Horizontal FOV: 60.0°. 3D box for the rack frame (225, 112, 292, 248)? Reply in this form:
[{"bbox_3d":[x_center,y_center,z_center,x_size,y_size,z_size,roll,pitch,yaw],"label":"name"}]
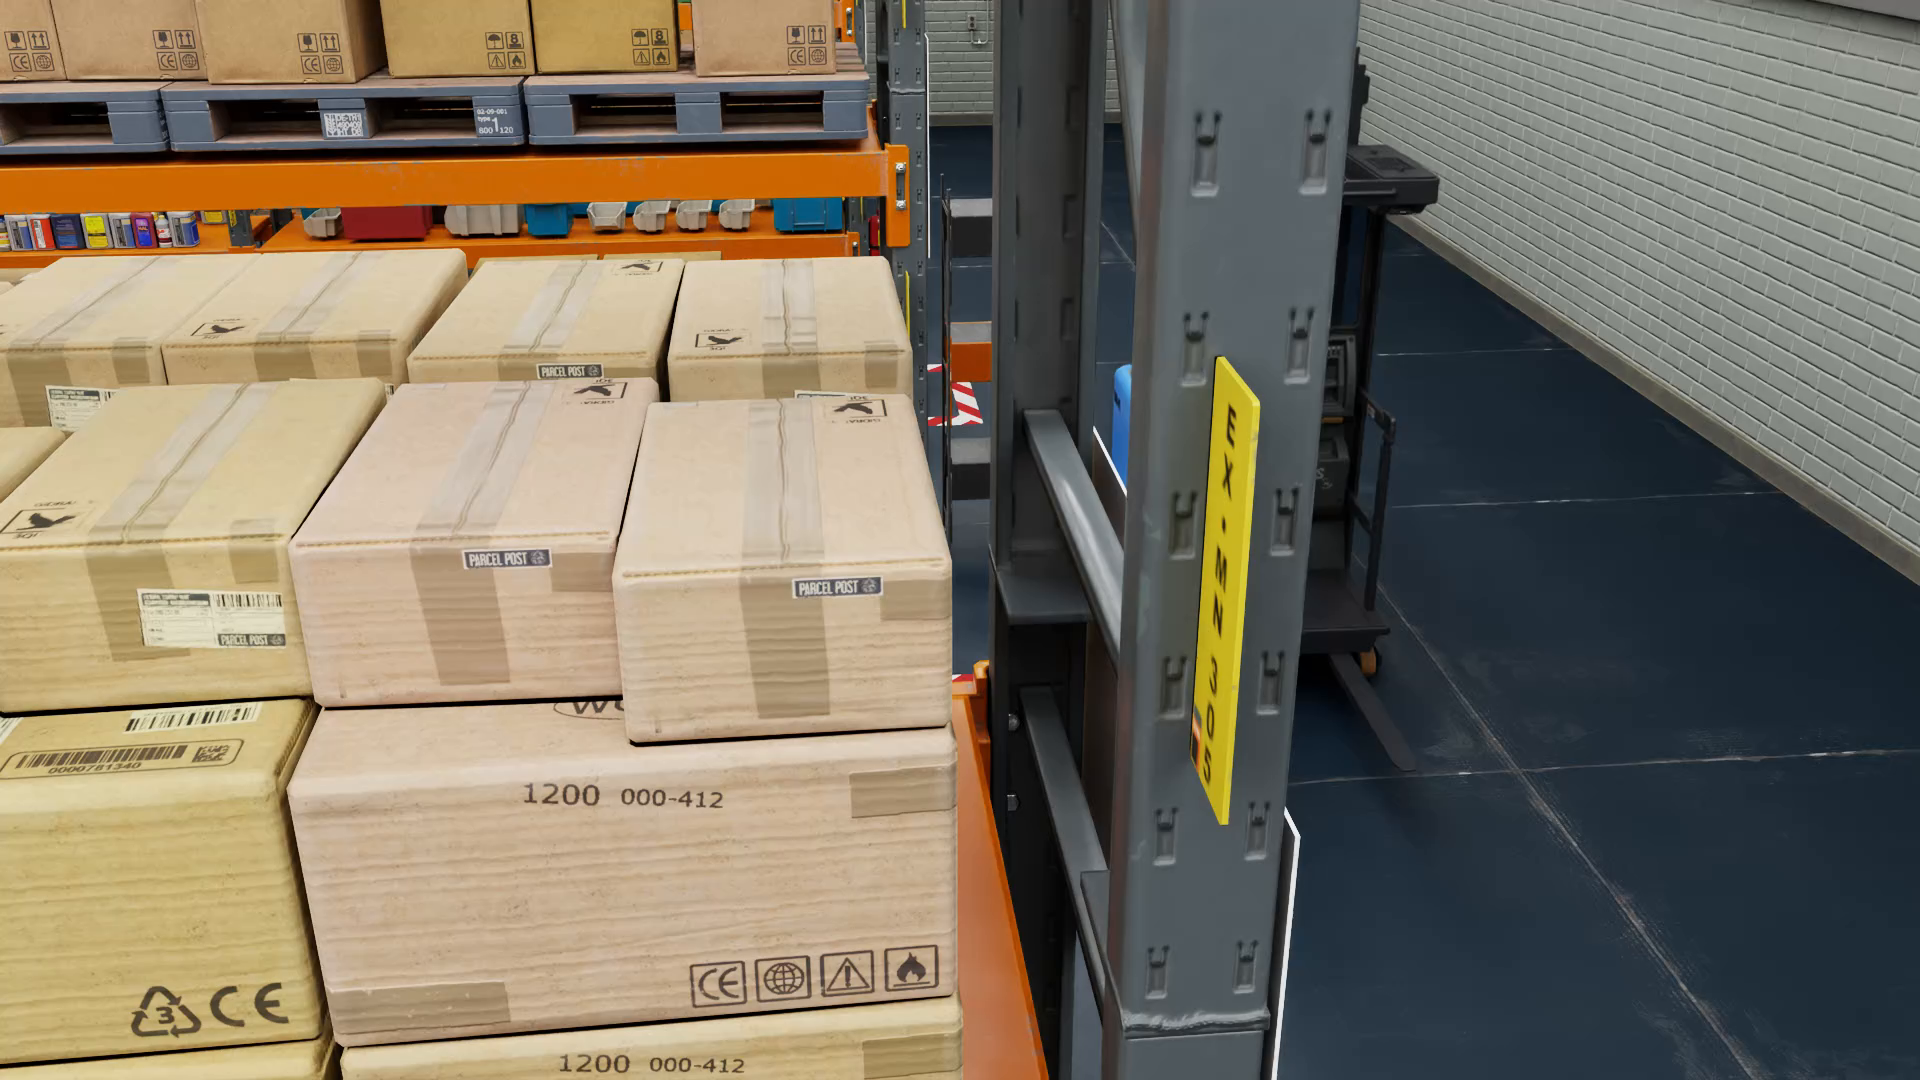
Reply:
[{"bbox_3d":[-4.702,-2.261,11.144,0.127,3.000,1.000,-2,24,-5],"label":"rack frame"}]

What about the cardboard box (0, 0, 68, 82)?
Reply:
[{"bbox_3d":[-3.443,-1.969,6.030,0.500,0.500,0.700,-4,24,-8],"label":"cardboard box"}]

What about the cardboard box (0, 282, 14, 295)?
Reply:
[{"bbox_3d":[-1.213,-0.155,1.792,0.250,0.149,0.380,-2,24,-4],"label":"cardboard box"}]

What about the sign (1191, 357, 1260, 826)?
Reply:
[{"bbox_3d":[0.187,0.040,1.184,0.005,0.325,0.100,-2,24,-5],"label":"sign"}]

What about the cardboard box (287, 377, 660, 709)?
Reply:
[{"bbox_3d":[-0.403,-0.012,1.469,0.250,0.149,0.380,-2,24,-4],"label":"cardboard box"}]

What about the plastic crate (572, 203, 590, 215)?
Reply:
[{"bbox_3d":[-2.609,-2.430,11.657,0.300,0.233,0.416,-2,24,-5],"label":"plastic crate"}]

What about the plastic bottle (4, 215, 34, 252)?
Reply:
[{"bbox_3d":[-6.062,-2.018,10.750,0.135,0.276,0.152,-2,24,-5],"label":"plastic bottle"}]

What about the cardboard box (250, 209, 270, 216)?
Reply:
[{"bbox_3d":[-6.640,-3.151,15.681,0.500,0.500,0.500,-2,24,-4],"label":"cardboard box"}]

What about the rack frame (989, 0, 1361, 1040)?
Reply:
[{"bbox_3d":[0.152,-1.151,1.261,0.127,3.000,1.000,-2,24,-5],"label":"rack frame"}]

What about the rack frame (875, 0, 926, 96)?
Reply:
[{"bbox_3d":[-0.235,-3.160,5.781,0.127,3.000,1.000,-2,24,-5],"label":"rack frame"}]

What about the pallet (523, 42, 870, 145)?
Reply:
[{"bbox_3d":[-0.972,-1.715,6.332,1.213,0.211,1.003,-2,24,-5],"label":"pallet"}]

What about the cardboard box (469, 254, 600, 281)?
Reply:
[{"bbox_3d":[-1.752,-0.876,6.923,0.500,0.500,0.500,-3,24,-7],"label":"cardboard box"}]

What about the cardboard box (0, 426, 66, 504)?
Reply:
[{"bbox_3d":[-0.912,0.044,1.342,0.250,0.149,0.380,-2,24,-4],"label":"cardboard box"}]

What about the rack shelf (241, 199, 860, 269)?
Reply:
[{"bbox_3d":[-2.712,-2.012,11.470,4.000,0.370,1.077,-2,24,-5],"label":"rack shelf"}]

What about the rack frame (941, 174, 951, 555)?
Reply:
[{"bbox_3d":[-0.078,-0.956,9.316,0.015,2.100,0.400,-2,24,-5],"label":"rack frame"}]

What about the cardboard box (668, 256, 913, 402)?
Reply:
[{"bbox_3d":[-0.193,-0.202,1.897,0.250,0.149,0.380,-2,24,-6],"label":"cardboard box"}]

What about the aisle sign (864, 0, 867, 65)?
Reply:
[{"bbox_3d":[-0.621,-3.493,10.716,0.004,0.787,0.394,-2,24,-5],"label":"aisle sign"}]

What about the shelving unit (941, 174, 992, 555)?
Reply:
[{"bbox_3d":[0.165,-0.966,9.338,0.503,2.100,0.431,-2,24,-5],"label":"shelving unit"}]

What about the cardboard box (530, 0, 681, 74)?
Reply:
[{"bbox_3d":[-1.319,-2.057,6.228,0.500,0.500,0.700,-3,24,-7],"label":"cardboard box"}]

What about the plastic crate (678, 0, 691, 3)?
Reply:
[{"bbox_3d":[-1.675,-3.540,10.589,0.336,0.188,0.450,-2,24,-5],"label":"plastic crate"}]

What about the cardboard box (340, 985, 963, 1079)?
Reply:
[{"bbox_3d":[-0.275,0.413,1.620,0.500,0.250,0.500,-3,24,-6],"label":"cardboard box"}]

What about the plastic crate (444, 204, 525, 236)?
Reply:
[{"bbox_3d":[-3.165,-2.221,11.126,0.530,0.282,0.437,-2,24,-5],"label":"plastic crate"}]

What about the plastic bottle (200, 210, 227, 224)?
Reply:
[{"bbox_3d":[-5.125,-2.354,11.414,0.185,0.351,0.144,-2,24,-5],"label":"plastic bottle"}]

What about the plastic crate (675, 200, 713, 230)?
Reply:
[{"bbox_3d":[-1.805,-2.216,11.294,0.243,0.136,0.396,-2,24,-5],"label":"plastic crate"}]

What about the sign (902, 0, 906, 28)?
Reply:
[{"bbox_3d":[-0.195,-1.938,5.732,0.005,0.325,0.100,-2,24,-5],"label":"sign"}]

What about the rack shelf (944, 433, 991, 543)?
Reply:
[{"bbox_3d":[0.165,-0.314,9.628,0.480,0.518,0.431,-2,24,-5],"label":"rack shelf"}]

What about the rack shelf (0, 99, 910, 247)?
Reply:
[{"bbox_3d":[-2.225,-1.381,6.357,4.000,0.370,1.077,-2,24,-5],"label":"rack shelf"}]

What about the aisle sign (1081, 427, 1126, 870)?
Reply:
[{"bbox_3d":[0.195,0.278,2.231,0.004,0.787,0.394,-2,24,-5],"label":"aisle sign"}]

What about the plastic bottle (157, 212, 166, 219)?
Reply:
[{"bbox_3d":[-5.565,-2.325,11.441,0.135,0.276,0.152,-2,24,-5],"label":"plastic bottle"}]

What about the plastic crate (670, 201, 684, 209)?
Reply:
[{"bbox_3d":[-2.002,-2.445,11.808,0.298,0.136,0.250,-2,24,-5],"label":"plastic crate"}]

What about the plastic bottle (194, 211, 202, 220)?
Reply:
[{"bbox_3d":[-5.242,-2.360,11.511,0.133,0.283,0.061,-2,24,-5],"label":"plastic bottle"}]

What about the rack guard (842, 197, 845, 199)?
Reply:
[{"bbox_3d":[-1.280,-3.278,16.509,0.348,0.500,1.175,-2,24,-5],"label":"rack guard"}]

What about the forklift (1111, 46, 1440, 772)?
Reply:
[{"bbox_3d":[1.479,-0.768,7.870,1.130,2.935,3.031,-2,24,-4],"label":"forklift"}]

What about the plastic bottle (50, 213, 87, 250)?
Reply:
[{"bbox_3d":[-5.769,-2.062,10.757,0.185,0.351,0.144,-2,24,-5],"label":"plastic bottle"}]

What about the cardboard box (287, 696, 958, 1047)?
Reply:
[{"bbox_3d":[-0.281,0.181,1.527,0.500,0.250,0.500,-3,24,-7],"label":"cardboard box"}]

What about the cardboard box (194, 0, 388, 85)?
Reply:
[{"bbox_3d":[-2.373,-1.952,5.992,0.500,0.500,0.700,-1,24,-3],"label":"cardboard box"}]

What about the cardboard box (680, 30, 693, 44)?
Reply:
[{"bbox_3d":[-2.639,-4.754,15.398,0.500,0.500,0.500,-2,24,-4],"label":"cardboard box"}]

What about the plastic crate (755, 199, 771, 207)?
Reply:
[{"bbox_3d":[-1.327,-2.472,11.869,0.298,0.136,0.250,-2,24,-5],"label":"plastic crate"}]

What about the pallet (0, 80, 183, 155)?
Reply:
[{"bbox_3d":[-3.400,-1.618,6.113,1.213,0.211,1.003,-2,24,-5],"label":"pallet"}]

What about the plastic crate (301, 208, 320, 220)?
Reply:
[{"bbox_3d":[-4.271,-2.438,11.487,0.575,0.384,0.392,-2,24,-5],"label":"plastic crate"}]

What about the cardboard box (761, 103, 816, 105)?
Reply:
[{"bbox_3d":[-1.624,-4.341,15.700,0.500,0.500,0.500,-2,24,-4],"label":"cardboard box"}]

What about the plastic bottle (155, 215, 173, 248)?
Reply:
[{"bbox_3d":[-5.175,-2.008,10.820,0.097,0.201,0.097,0,24,0],"label":"plastic bottle"}]

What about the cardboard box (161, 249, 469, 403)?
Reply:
[{"bbox_3d":[-0.725,-0.218,1.932,0.250,0.149,0.380,-2,24,-5],"label":"cardboard box"}]

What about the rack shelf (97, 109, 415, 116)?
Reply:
[{"bbox_3d":[-7.176,-3.855,15.615,4.000,0.370,1.077,-2,24,-5],"label":"rack shelf"}]

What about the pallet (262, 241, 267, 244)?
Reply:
[{"bbox_3d":[-5.991,-2.941,16.108,1.213,0.211,1.003,-2,24,-5],"label":"pallet"}]

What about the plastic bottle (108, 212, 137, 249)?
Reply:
[{"bbox_3d":[-5.426,-2.044,10.807,0.135,0.276,0.152,-2,24,-5],"label":"plastic bottle"}]

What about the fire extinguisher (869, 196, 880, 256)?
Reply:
[{"bbox_3d":[-0.527,-2.037,11.195,0.183,0.674,0.296,-2,24,-5],"label":"fire extinguisher"}]

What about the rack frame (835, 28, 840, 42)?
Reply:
[{"bbox_3d":[-1.205,-4.423,16.008,0.127,3.000,1.000,-2,24,-5],"label":"rack frame"}]

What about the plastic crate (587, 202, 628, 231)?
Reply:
[{"bbox_3d":[-2.373,-2.176,11.203,0.250,0.136,0.298,-2,24,-5],"label":"plastic crate"}]
